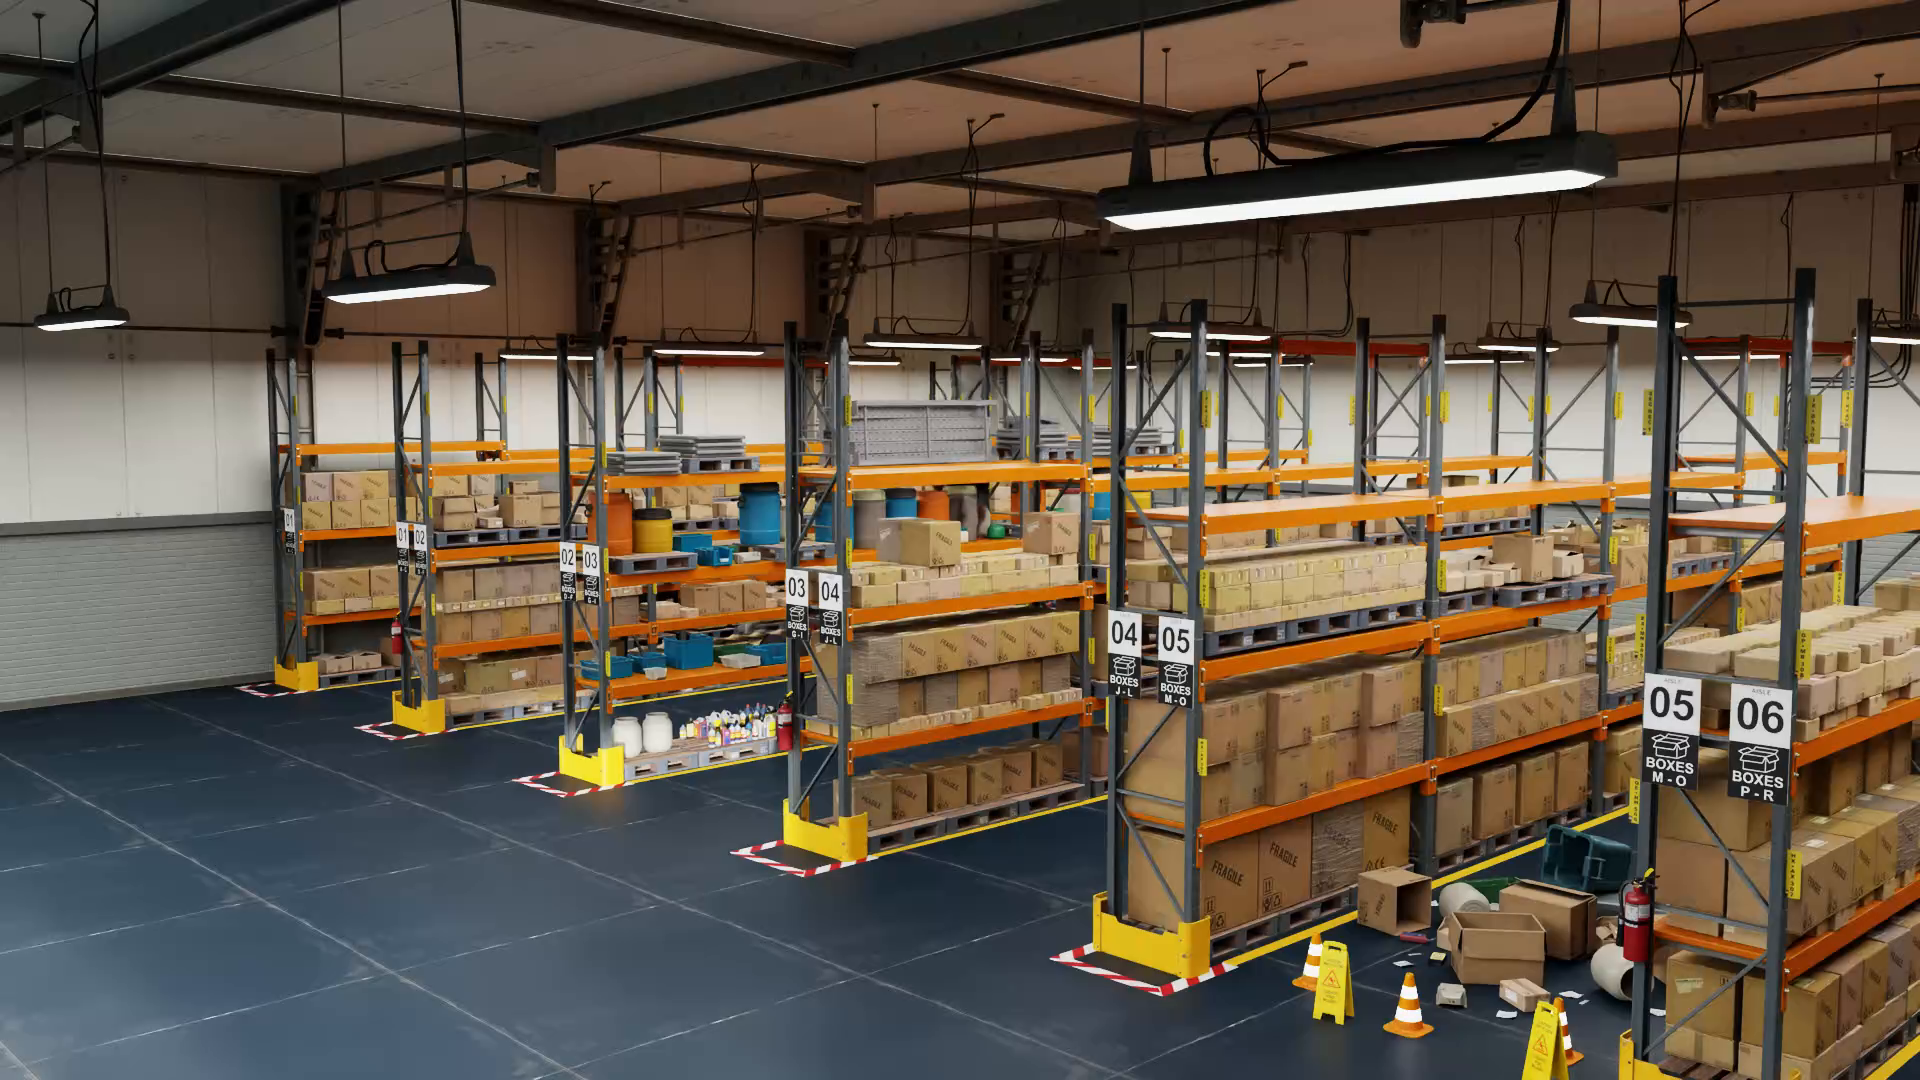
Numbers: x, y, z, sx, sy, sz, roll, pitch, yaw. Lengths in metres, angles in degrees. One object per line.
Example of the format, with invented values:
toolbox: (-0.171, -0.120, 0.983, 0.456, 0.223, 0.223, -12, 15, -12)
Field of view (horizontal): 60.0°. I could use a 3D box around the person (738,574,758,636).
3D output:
person: (-4.171, 1.428, 33.322, 0.665, 1.740, 0.603, 4, 6, 36)
